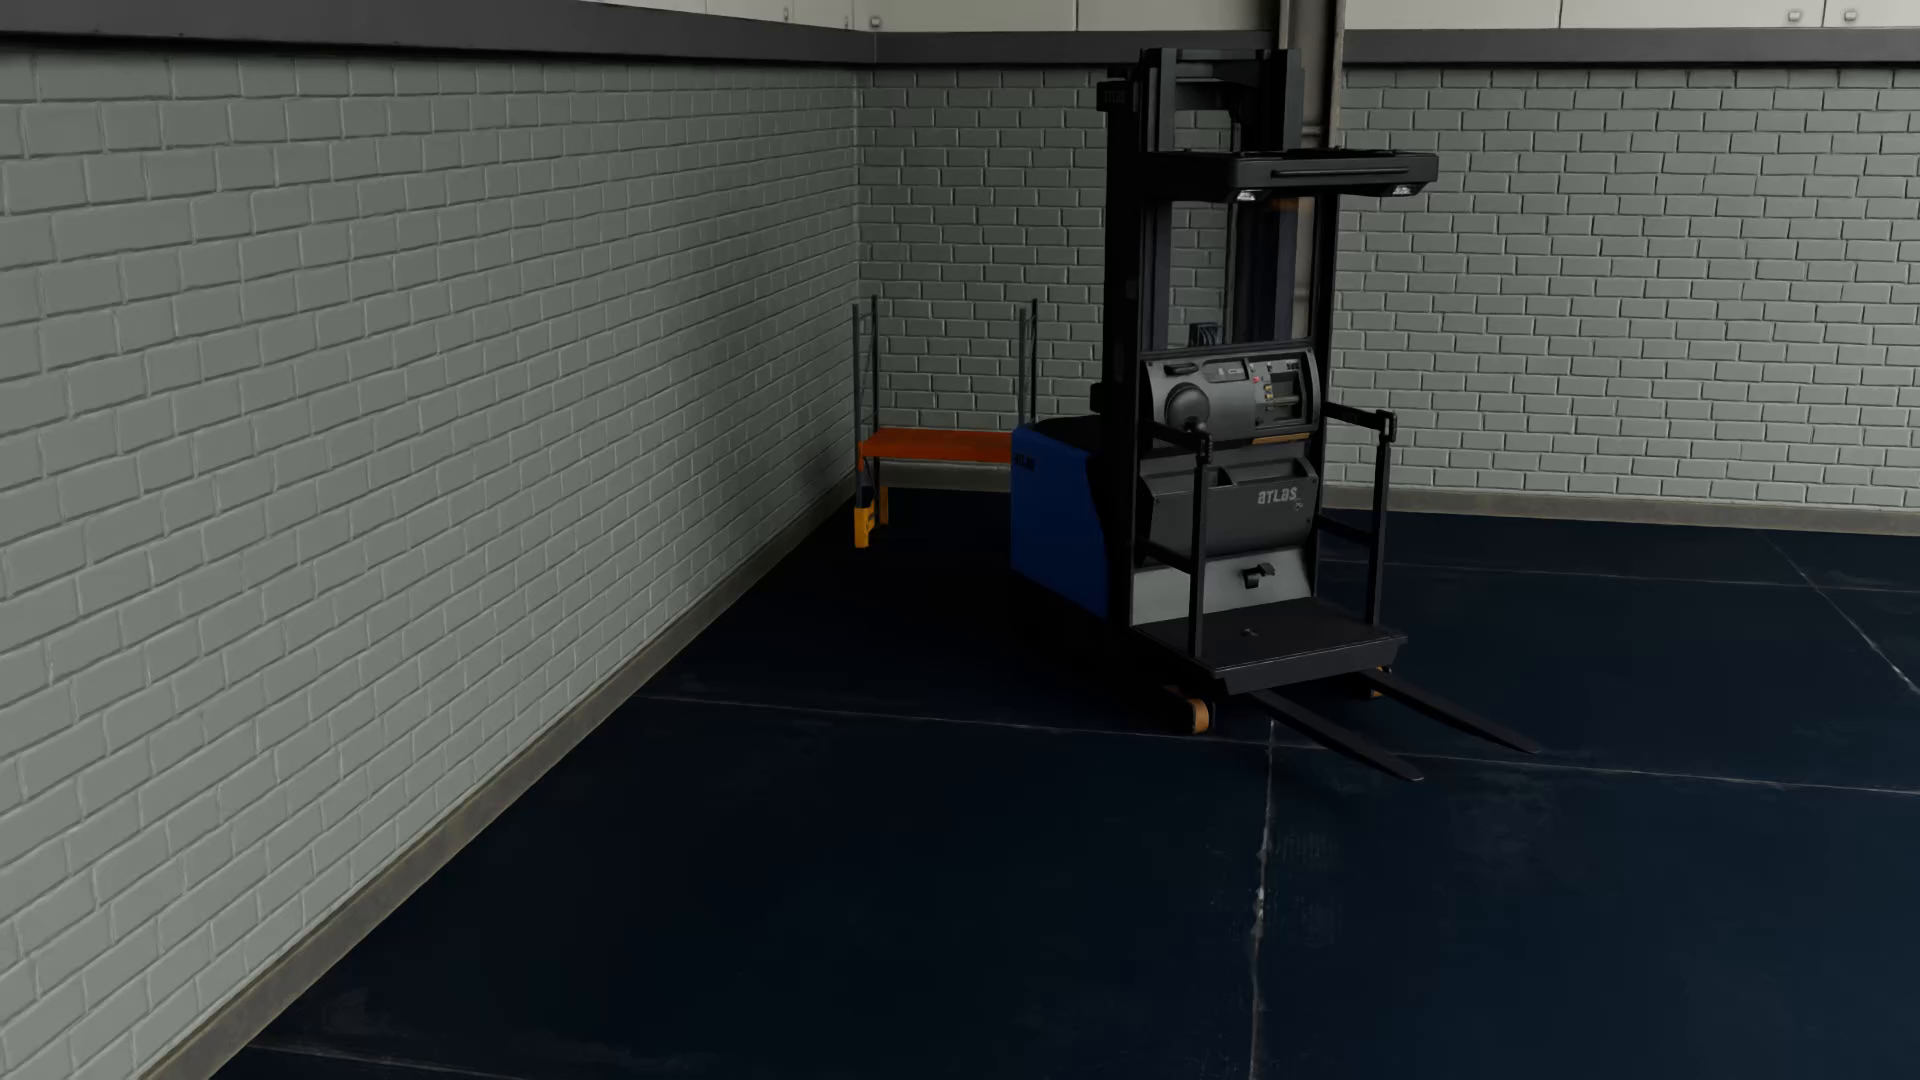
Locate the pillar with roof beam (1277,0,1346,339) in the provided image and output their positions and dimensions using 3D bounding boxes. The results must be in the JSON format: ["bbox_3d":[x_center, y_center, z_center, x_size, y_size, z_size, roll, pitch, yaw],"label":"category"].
[{"bbox_3d":[1.336,-3.412,5.951,0.400,9.000,9.100,3,16,11],"label":"pillar with roof beam"}]

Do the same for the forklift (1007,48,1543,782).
[{"bbox_3d":[1.355,-0.681,7.461,1.130,2.935,3.031,-8,17,-25],"label":"forklift"}]

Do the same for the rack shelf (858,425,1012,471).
[{"bbox_3d":[-0.084,-0.554,10.356,1.000,0.185,0.538,3,16,11],"label":"rack shelf"}]

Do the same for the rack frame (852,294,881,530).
[{"bbox_3d":[-0.582,-0.754,10.406,0.032,1.500,0.500,3,16,11],"label":"rack frame"}]

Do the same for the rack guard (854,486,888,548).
[{"bbox_3d":[-0.563,-0.151,10.569,0.087,0.250,0.587,3,16,11],"label":"rack guard"}]

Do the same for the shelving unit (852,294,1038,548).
[{"bbox_3d":[-0.075,-0.727,10.306,1.083,1.500,0.587,3,16,11],"label":"shelving unit"}]

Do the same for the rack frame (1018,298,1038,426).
[{"bbox_3d":[0.415,-0.700,10.211,0.032,1.500,0.500,3,16,11],"label":"rack frame"}]
